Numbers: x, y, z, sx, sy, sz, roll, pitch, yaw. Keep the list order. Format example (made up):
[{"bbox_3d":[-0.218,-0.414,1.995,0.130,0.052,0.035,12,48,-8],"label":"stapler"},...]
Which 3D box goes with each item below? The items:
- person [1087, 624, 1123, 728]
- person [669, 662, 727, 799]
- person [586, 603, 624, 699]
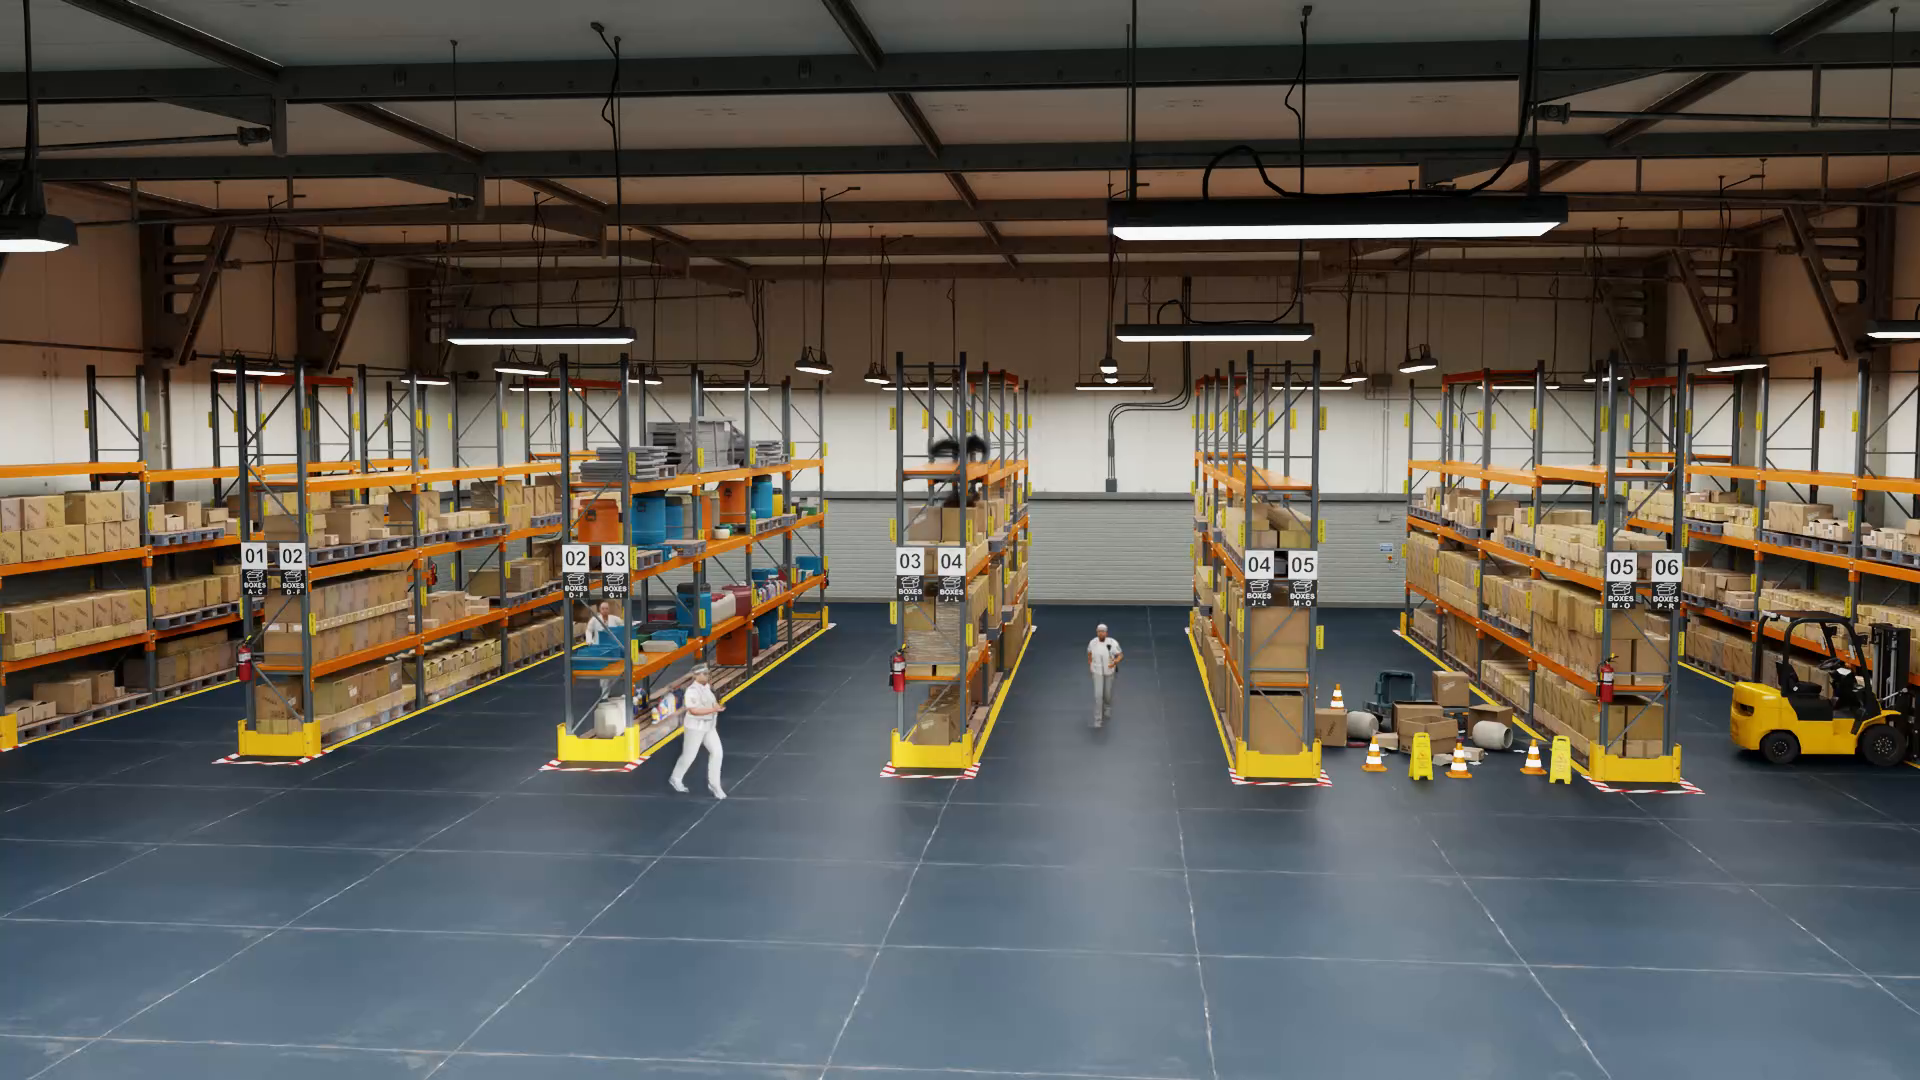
[{"bbox_3d":[2.393,2.223,27.515,0.600,1.698,0.798,1,4,7],"label":"person"},{"bbox_3d":[-3.476,2.540,22.178,0.858,1.840,0.619,2,5,29],"label":"person"},{"bbox_3d":[-6.462,1.998,30.375,0.728,1.734,0.721,0,4,-6],"label":"person"}]
